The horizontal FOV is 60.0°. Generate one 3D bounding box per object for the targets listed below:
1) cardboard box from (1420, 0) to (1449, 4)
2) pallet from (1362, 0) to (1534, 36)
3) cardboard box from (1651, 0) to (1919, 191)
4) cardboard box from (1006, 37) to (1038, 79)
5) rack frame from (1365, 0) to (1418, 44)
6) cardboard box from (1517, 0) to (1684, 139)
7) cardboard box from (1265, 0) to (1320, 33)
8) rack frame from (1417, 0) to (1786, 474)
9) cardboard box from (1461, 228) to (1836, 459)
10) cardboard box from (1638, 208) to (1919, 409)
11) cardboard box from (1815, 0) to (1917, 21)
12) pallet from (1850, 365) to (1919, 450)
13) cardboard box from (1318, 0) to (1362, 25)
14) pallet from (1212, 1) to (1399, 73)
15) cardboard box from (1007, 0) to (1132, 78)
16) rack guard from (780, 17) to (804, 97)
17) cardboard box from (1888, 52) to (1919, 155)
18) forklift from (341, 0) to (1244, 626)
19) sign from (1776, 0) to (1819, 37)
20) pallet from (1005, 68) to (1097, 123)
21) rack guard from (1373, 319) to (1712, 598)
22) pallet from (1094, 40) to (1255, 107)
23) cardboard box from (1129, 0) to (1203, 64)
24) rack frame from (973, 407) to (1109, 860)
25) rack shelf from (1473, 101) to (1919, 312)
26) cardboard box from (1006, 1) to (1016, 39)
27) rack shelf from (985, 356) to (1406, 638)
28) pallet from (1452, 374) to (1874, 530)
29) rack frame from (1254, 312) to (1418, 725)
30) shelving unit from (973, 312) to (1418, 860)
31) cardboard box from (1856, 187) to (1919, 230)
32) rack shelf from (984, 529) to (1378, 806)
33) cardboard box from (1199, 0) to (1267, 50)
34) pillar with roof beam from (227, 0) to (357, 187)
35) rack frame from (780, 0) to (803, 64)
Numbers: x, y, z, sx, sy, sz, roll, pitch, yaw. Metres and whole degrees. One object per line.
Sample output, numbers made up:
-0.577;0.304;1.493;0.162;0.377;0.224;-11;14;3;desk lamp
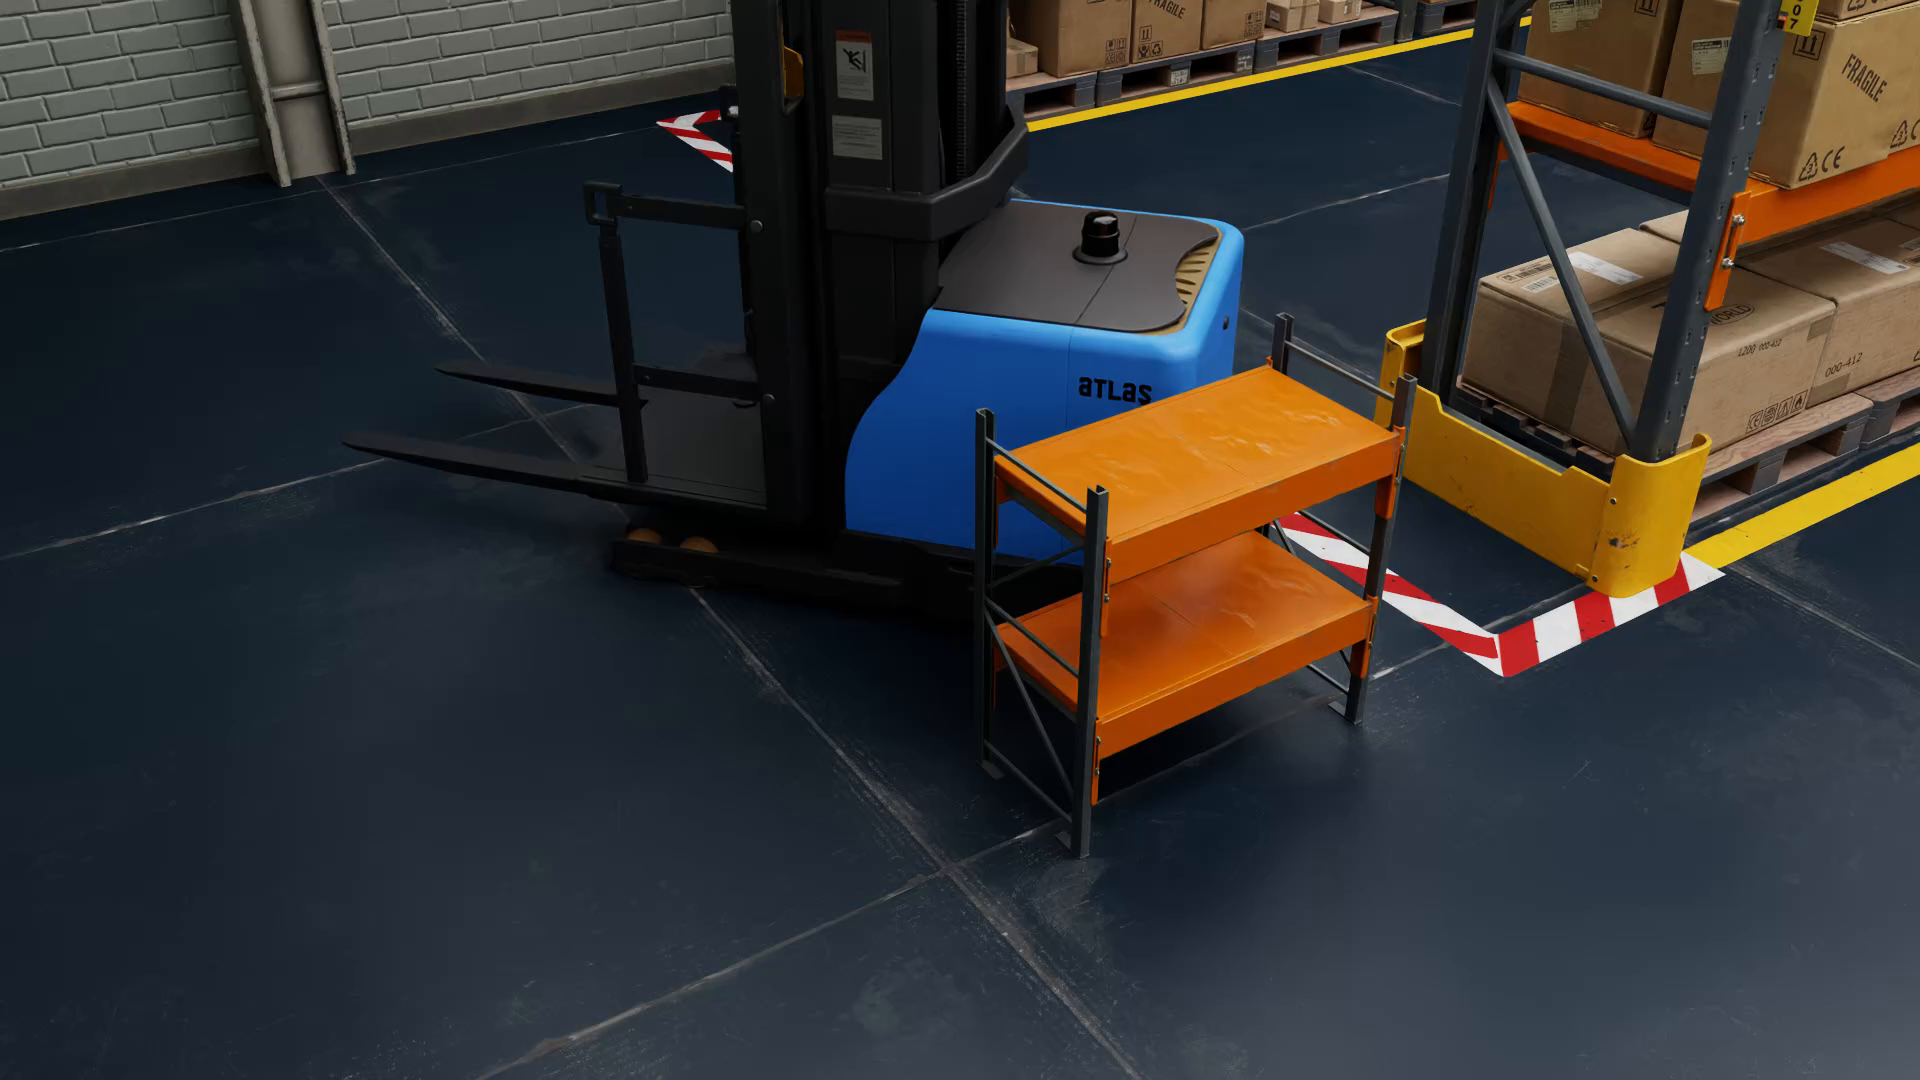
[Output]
3.188;-3.923;11.107;0.500;0.500;0.500;-17;36;-25;cardboard box
3.323;-3.836;11.634;1.213;0.211;1.003;-19;37;-27;pallet
2.549;-1.435;5.119;0.500;0.500;0.500;-19;37;-28;cardboard box
0.241;-2.819;9.686;0.250;0.149;0.380;-21;38;-29;cardboard box
2.660;-4.764;10.490;0.127;3.000;1.000;-19;37;-27;rack frame
2.252;-1.683;5.513;0.500;0.500;0.500;-19;37;-27;cardboard box
2.051;-3.389;10.480;0.258;0.266;0.396;-18;36;-26;cardboard box
1.990;-1.383;5.130;0.127;3.000;1.000;-19;37;-27;rack frame
2.491;-0.712;6.075;0.875;0.438;0.875;-20;38;-29;cardboard box
3.256;-0.980;6.501;0.875;0.438;0.875;-18;36;-26;cardboard box
2.548;-1.859;4.854;0.500;0.500;0.500;-20;37;-28;cardboard box
3.644;-0.820;6.852;1.213;0.211;1.003;-19;37;-27;pallet
2.351;-3.443;10.675;0.250;0.149;0.380;-20;37;-29;cardboard box
2.082;-3.386;10.920;1.213;0.211;1.003;-19;37;-27;pallet
0.603;-3.092;9.789;0.500;0.500;0.700;-17;36;-25;cardboard box
-0.638;-2.572;9.359;0.348;0.500;1.175;-19;37;-27;rack guard
2.959;-1.594;5.371;0.500;0.500;0.500;-20;37;-28;cardboard box
-0.647;-1.340;5.128;3.031;2.935;1.130;9;33;14;forklift
2.286;-1.532;4.481;0.005;0.325;0.100;-19;37;-27;sign
0.031;-2.681;9.802;1.213;0.211;1.003;-19;37;-27;pallet
1.970;-0.318;5.786;0.348;0.500;1.175;-19;37;-27;rack guard
1.056;-3.031;10.358;1.213;0.211;1.003;-19;37;-27;pallet
1.101;-3.200;9.960;0.500;0.500;0.500;-18;37;-26;cardboard box
0.191;0.258;4.287;0.032;1.125;0.500;-20;37;-28;rack frame
3.671;-1.656;6.239;4.000;0.370;1.077;-19;37;-27;rack shelf
-0.137;-2.863;9.424;0.637;0.503;0.797;-21;38;-29;cardboard box
0.612;-0.142;4.372;1.000;0.278;0.538;-20;37;-28;rack shelf
2.620;-0.469;6.296;1.213;0.211;1.003;-19;37;-27;pallet
1.033;-0.046;4.769;0.032;1.125;0.500;-20;37;-28;rack frame
0.612;0.106;4.528;1.048;1.125;0.538;-20;37;-28;shelving unit
4.014;-1.240;6.913;0.875;0.438;0.875;-20;37;-29;cardboard box
0.612;0.312;4.659;1.000;0.278;0.538;-20;37;-28;rack shelf
1.475;-3.392;10.265;0.500;0.500;0.700;-20;38;-29;cardboard box
-1.124;-3.839;3.401;0.400;9.000;9.100;-19;37;-27;pillar with roof beam
-0.702;-3.607;8.657;0.127;3.000;1.000;-19;37;-27;rack frame
